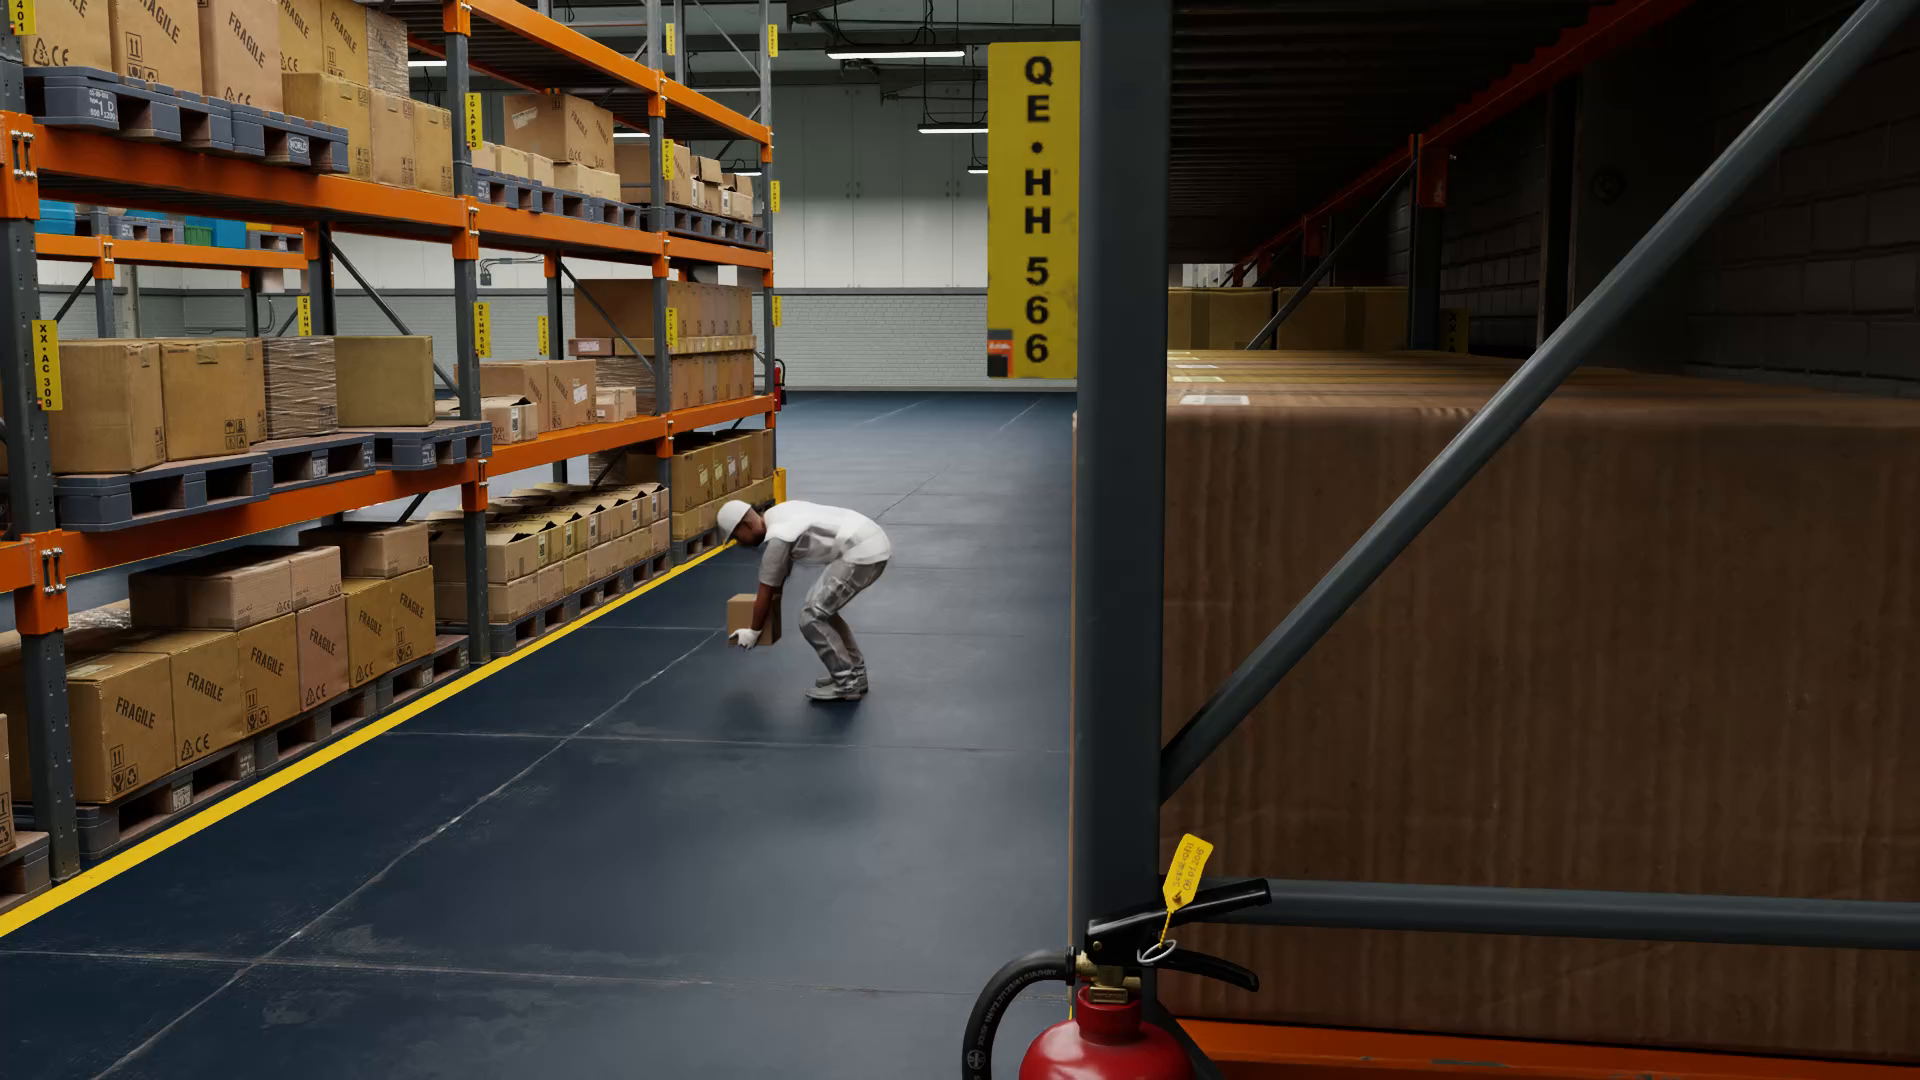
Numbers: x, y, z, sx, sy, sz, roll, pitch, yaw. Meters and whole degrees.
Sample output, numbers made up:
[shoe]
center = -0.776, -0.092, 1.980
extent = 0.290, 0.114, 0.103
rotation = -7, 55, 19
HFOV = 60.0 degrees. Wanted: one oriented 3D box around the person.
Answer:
[person]
center = -0.870, 0.326, 9.335
extent = 0.976, 1.102, 0.532
rotation = 0, 8, 3
